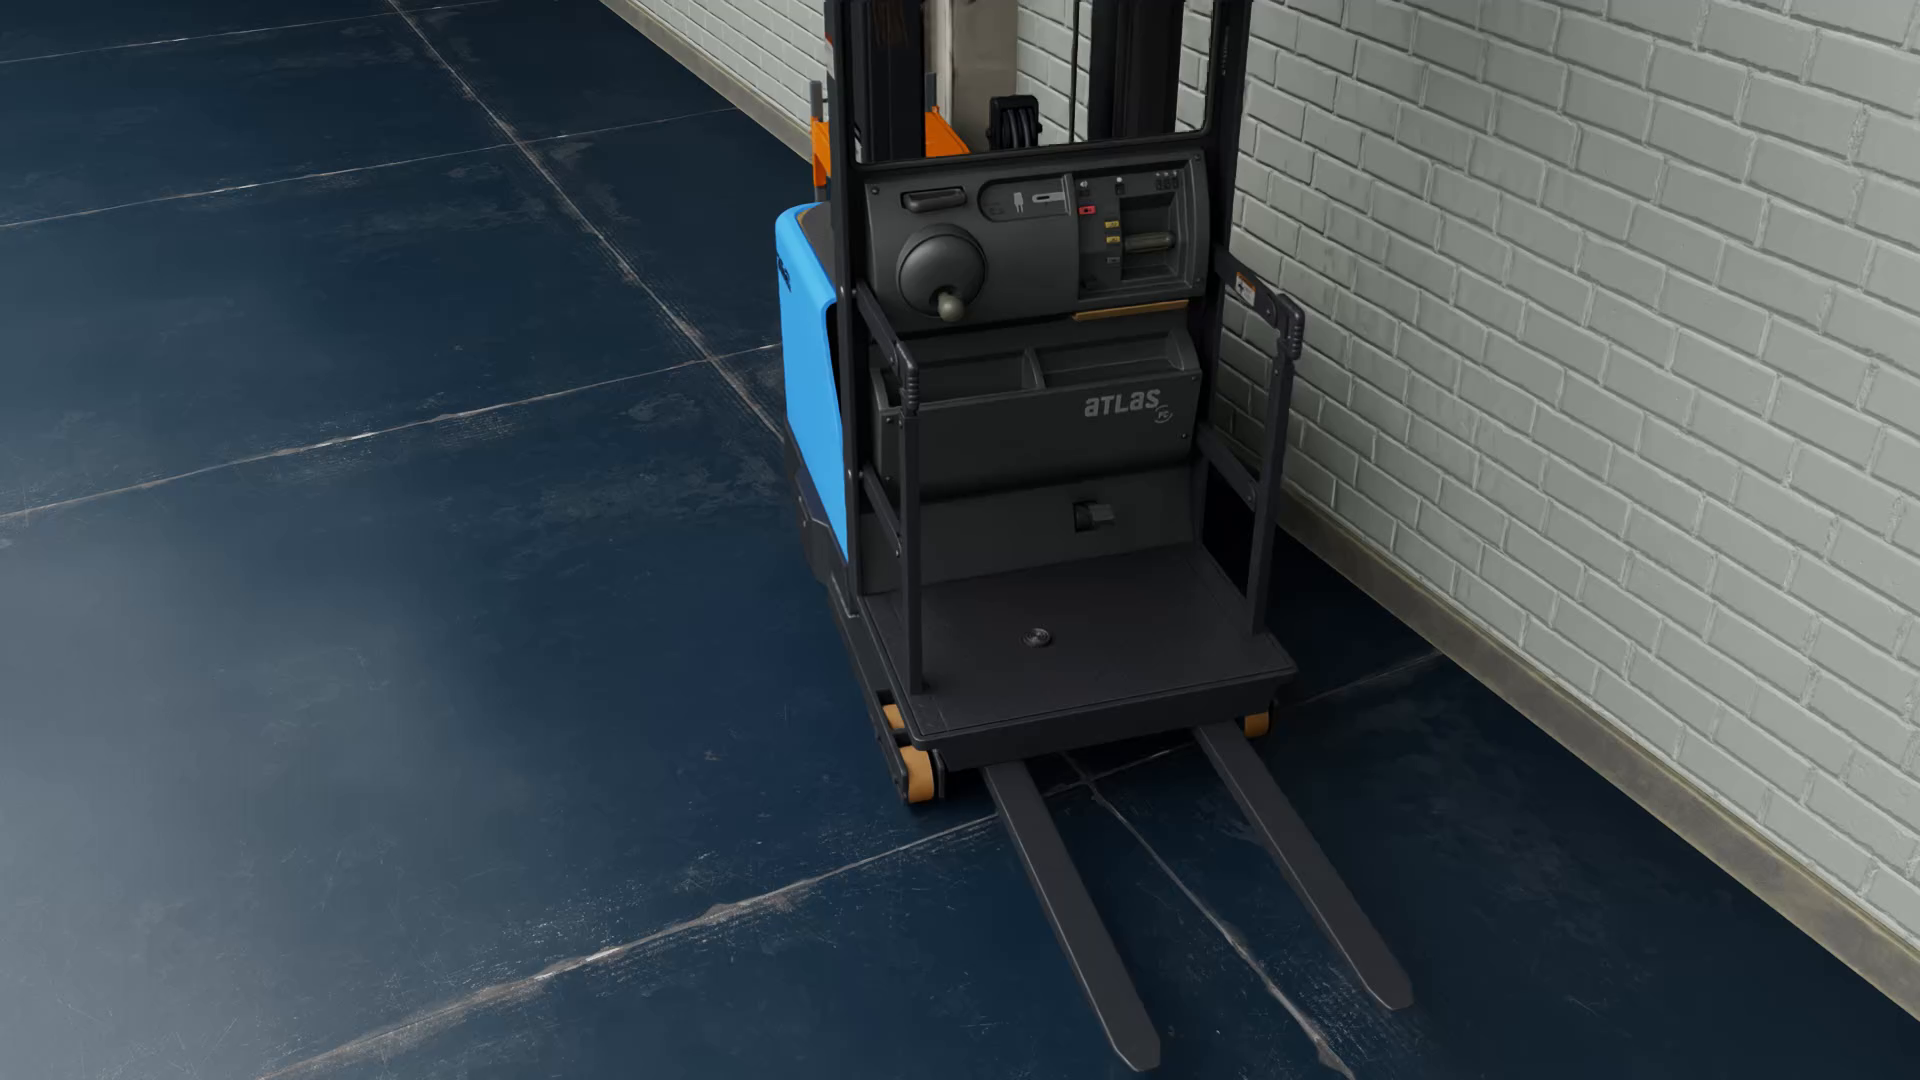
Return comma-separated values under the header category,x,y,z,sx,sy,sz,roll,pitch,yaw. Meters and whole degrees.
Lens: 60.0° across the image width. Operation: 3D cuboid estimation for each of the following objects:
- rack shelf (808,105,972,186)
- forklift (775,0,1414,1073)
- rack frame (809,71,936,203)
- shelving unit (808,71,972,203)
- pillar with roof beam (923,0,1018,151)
category,x,y,z,sx,sy,sz,roll,pitch,yaw
rack shelf,-0.198,-1.314,6.216,0.538,0.278,1.000,-9,34,-14
forklift,0.276,-0.742,4.191,1.130,2.935,3.031,-9,34,-14
rack frame,-0.339,-1.331,6.785,0.500,1.125,0.032,-9,34,-14
shelving unit,-0.198,-1.068,6.374,0.538,1.125,1.048,-9,34,-14
pillar with roof beam,-3.802,-3.757,3.272,9.100,9.000,0.400,-16,36,-23
